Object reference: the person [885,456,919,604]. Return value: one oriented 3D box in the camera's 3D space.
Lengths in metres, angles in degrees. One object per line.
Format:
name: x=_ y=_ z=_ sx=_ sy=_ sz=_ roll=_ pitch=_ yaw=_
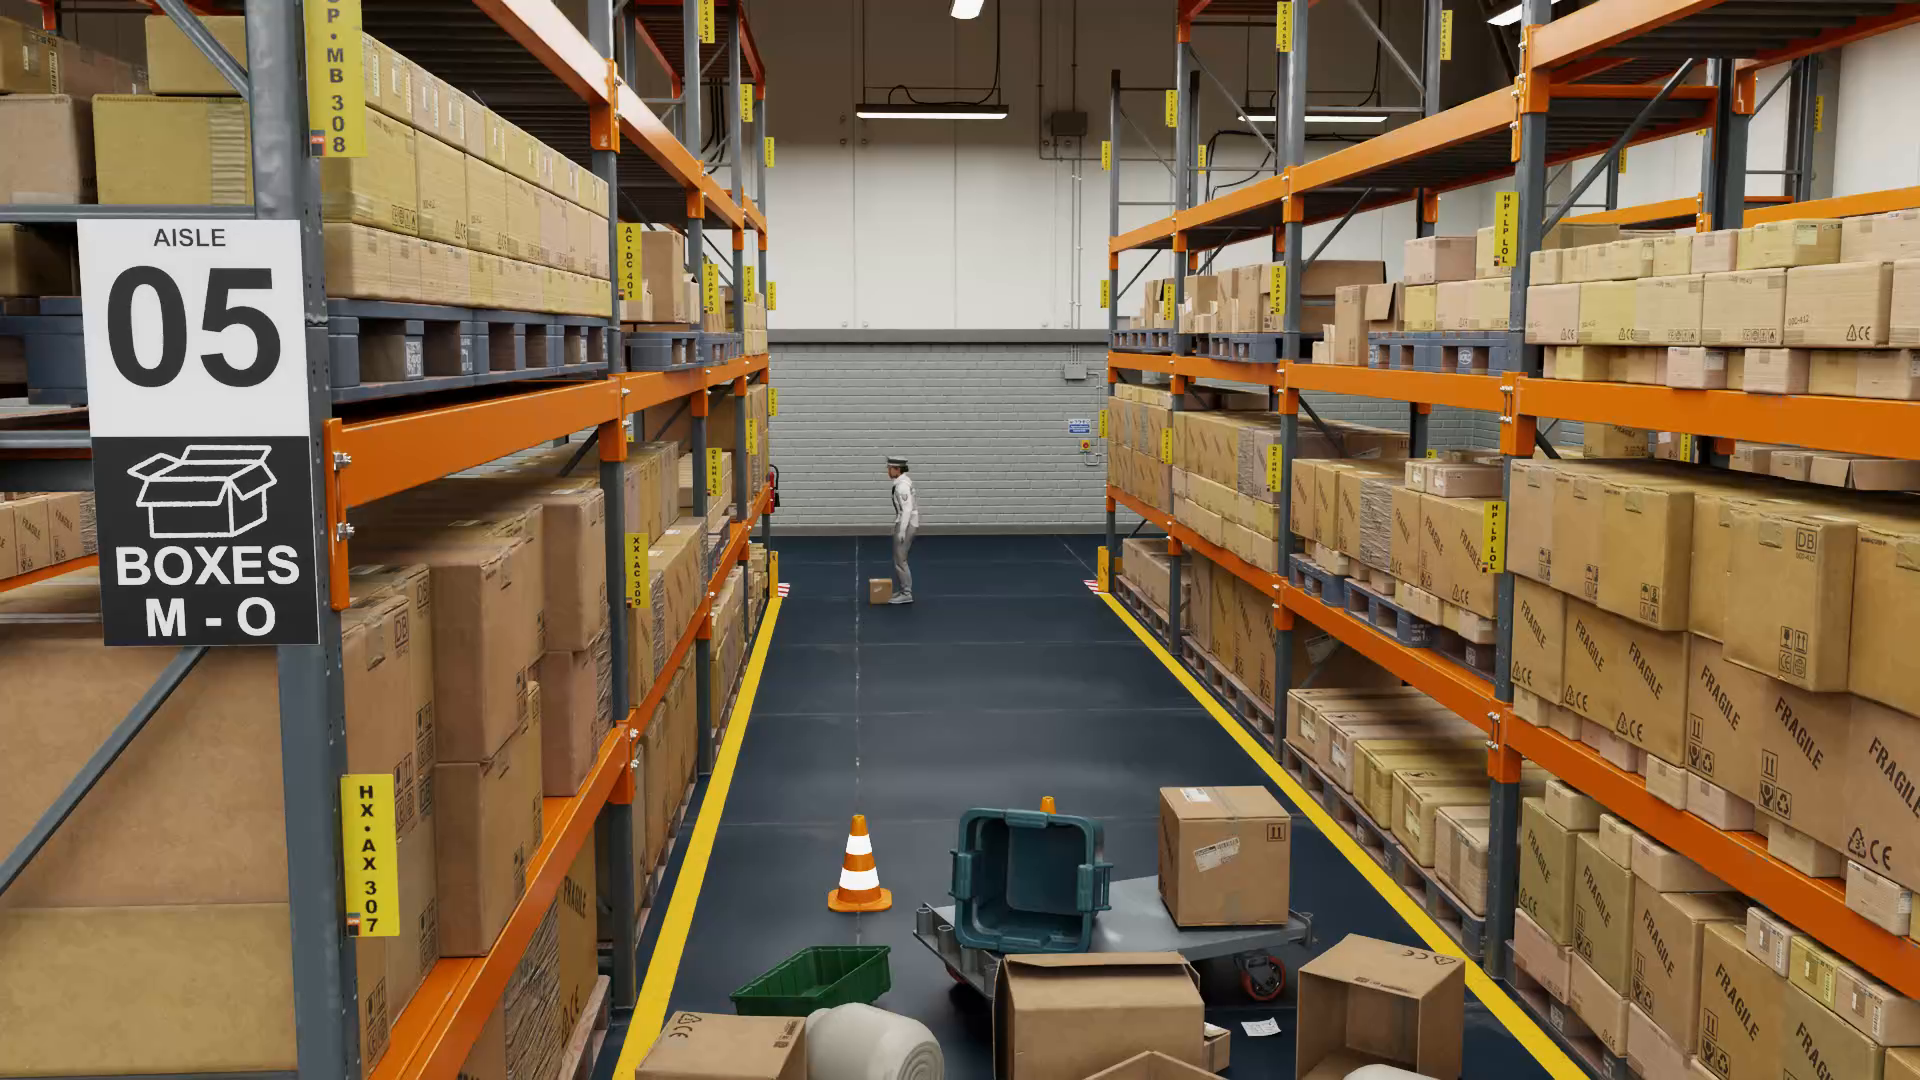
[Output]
person: x=-0.655 y=-0.123 z=18.750 sx=0.375 sy=1.662 sz=0.532 roll=-1 pitch=7 yaw=-7
